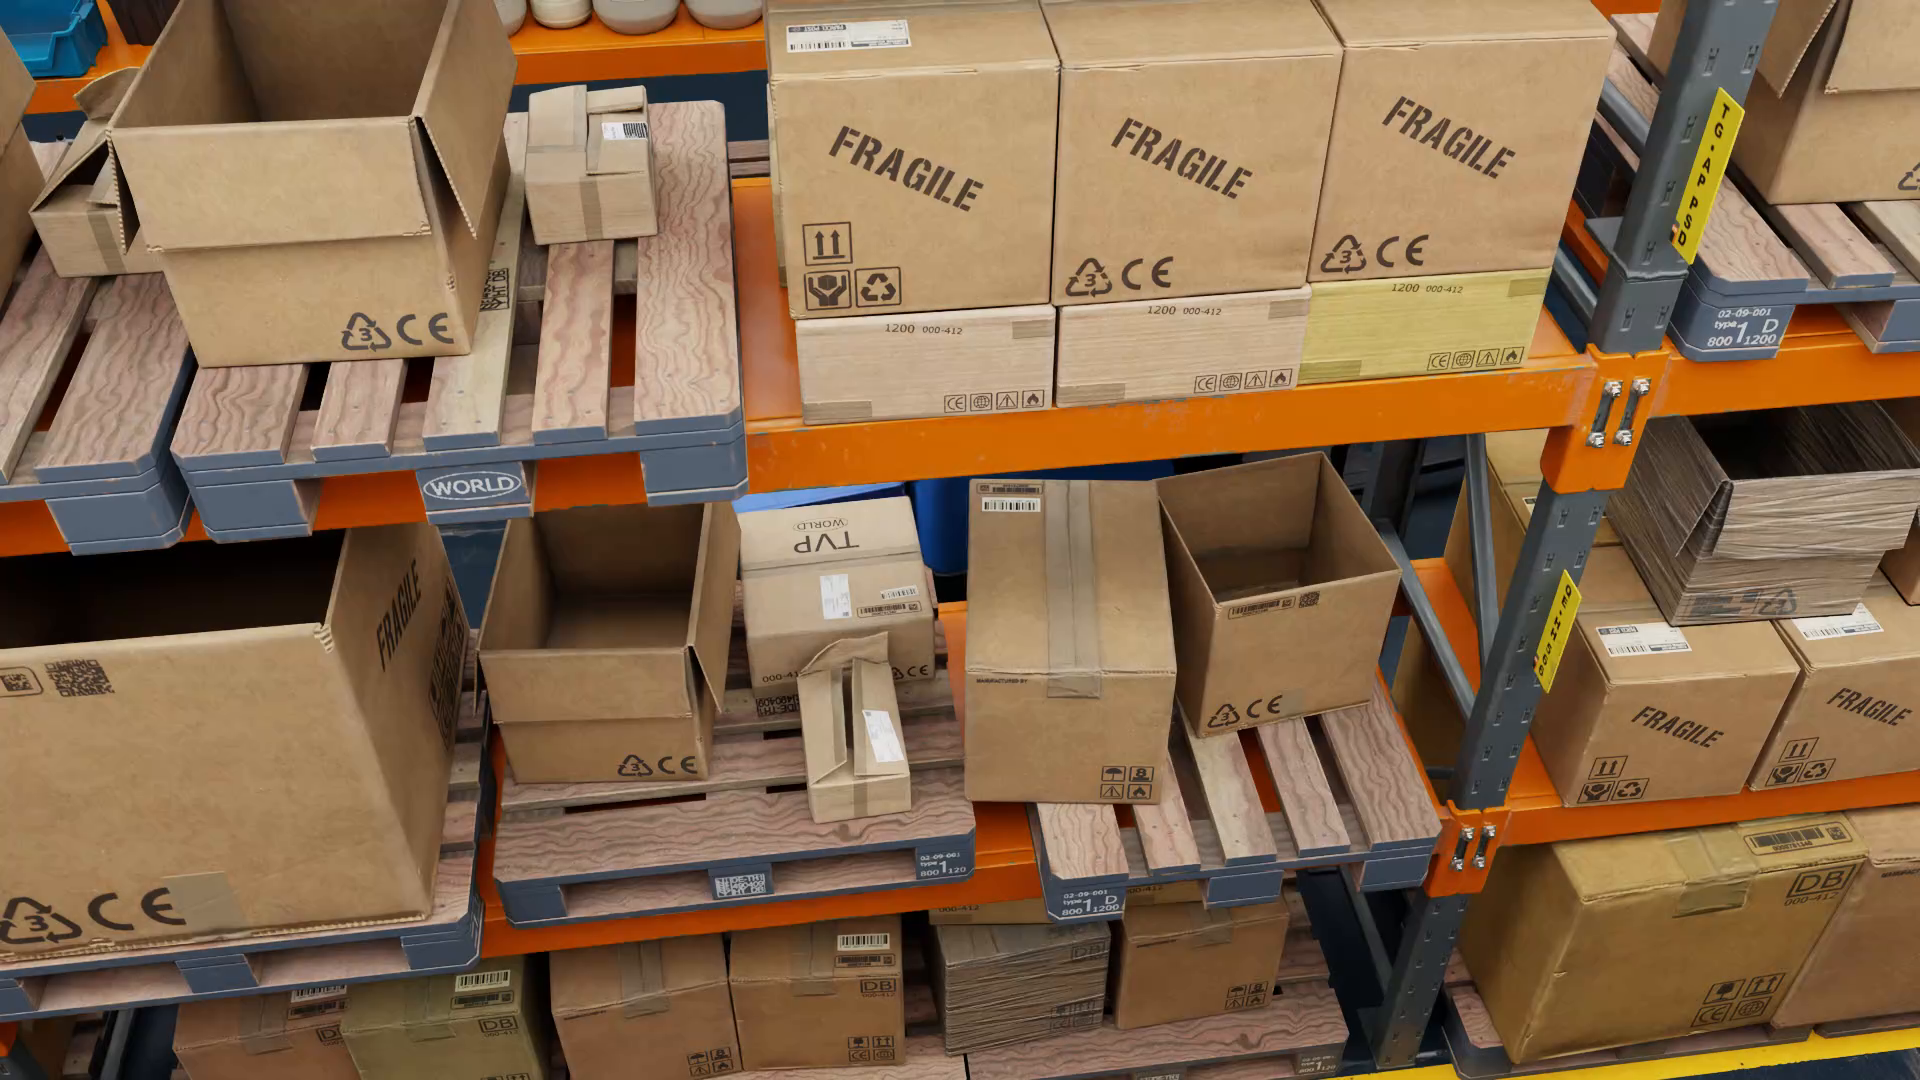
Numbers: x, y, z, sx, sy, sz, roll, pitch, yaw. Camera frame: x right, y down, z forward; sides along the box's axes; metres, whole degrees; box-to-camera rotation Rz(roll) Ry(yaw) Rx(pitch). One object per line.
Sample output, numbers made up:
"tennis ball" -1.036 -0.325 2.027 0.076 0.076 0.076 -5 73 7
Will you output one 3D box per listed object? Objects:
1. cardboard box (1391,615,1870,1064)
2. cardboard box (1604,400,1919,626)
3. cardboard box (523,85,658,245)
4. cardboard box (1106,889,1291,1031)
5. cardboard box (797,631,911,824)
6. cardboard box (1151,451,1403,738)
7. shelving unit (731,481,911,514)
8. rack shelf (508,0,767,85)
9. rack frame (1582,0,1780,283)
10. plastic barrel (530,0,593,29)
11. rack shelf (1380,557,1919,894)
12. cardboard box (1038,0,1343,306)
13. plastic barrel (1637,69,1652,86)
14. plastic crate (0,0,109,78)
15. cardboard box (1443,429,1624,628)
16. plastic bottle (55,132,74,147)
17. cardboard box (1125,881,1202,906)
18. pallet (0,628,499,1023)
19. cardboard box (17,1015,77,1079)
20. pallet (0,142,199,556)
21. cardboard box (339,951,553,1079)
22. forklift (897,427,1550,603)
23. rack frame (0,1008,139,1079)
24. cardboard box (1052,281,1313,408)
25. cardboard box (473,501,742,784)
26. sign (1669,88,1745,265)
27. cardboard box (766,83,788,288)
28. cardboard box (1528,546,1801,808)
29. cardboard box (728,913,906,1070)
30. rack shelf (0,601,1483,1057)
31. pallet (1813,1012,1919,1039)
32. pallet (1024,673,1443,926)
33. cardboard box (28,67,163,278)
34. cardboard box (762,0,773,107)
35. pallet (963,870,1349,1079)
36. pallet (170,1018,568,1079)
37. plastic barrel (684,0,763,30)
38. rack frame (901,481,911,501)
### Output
"cardboard box" 2.026 0.847 5.344 0.875 0.875 1.225 -7 42 -8
"cardboard box" 2.066 -0.202 4.411 0.637 0.503 0.797 -4 42 -4
"cardboard box" -0.781 -0.805 3.524 0.250 0.166 0.380 -6 42 -7
"cardboard box" 0.677 1.096 5.333 0.500 0.500 0.700 -7 43 -8
"cardboard box" -0.279 0.478 4.267 0.258 0.266 0.396 -6 42 -7
"cardboard box" 0.809 0.140 4.467 0.500 0.500 0.500 -10 43 -11
"shelving unit" -0.767 -0.356 6.525 1.048 1.500 0.538 -11 43 -12
"rack shelf" -1.286 -2.589 8.417 4.000 0.370 1.077 -5 42 -6
"rack frame" 1.339 -1.968 2.713 0.127 3.000 1.000 -5 42 -6
"plastic barrel" -1.937 -2.644 8.045 0.301 0.262 0.301 0 42 0
"rack shelf" 3.322 0.354 5.156 4.000 0.370 1.077 -5 42 -6
"cardboard box" 0.392 -0.817 3.229 0.500 0.500 0.500 -5 42 -6
"plastic barrel" 4.122 -2.718 9.276 0.708 0.901 0.600 -5 42 -6
"plastic crate" -4.331 -2.350 7.727 0.616 0.251 0.499 -5 42 -6
"cardboard box" 1.796 0.016 4.919 0.500 0.500 0.500 -4 42 -4
"plastic bottle" -4.732 -2.014 8.892 0.185 0.351 0.144 -5 42 -6
"cardboard box" 0.679 0.825 5.074 0.500 0.250 0.500 -3 42 -4
"pallet" -1.850 0.709 4.368 1.213 0.211 1.003 -5 42 -6
"cardboard box" -3.029 1.388 5.025 0.500 0.500 0.500 -6 42 -7
"pallet" -2.001 -0.420 3.376 1.003 0.211 1.213 -5 42 -6
"cardboard box" -1.540 1.304 5.102 0.500 0.500 0.700 -5 42 -6
"forklift" 1.169 -1.320 6.525 3.031 2.935 1.130 -11 43 -12
"rack frame" -2.627 0.607 4.337 0.127 3.000 1.000 -5 42 -6
"cardboard box" 0.409 -0.542 3.484 0.500 0.250 0.500 -5 42 -6
"cardboard box" -0.920 0.201 4.397 0.637 0.503 0.797 -1 42 -1
"sign" 1.408 -0.685 3.145 0.005 0.325 0.100 -5 42 -6
"cardboard box" -0.177 -0.831 3.804 0.500 0.250 0.500 -4 42 -5
"cardboard box" 1.856 0.361 4.535 0.500 0.500 0.500 -4 42 -4
"cardboard box" -0.432 1.207 5.210 0.500 0.500 0.700 -2 42 -2
"rack shelf" -0.644 0.701 4.771 4.000 0.370 1.077 -5 42 -6
"pallet" 3.338 1.173 5.792 1.213 0.211 1.003 -5 42 -6
"pallet" 0.646 0.464 4.639 1.003 0.211 1.213 -5 42 -6
"cardboard box" -1.708 -0.761 3.401 0.258 0.266 0.396 -4 42 -4
"cardboard box" -0.161 -1.117 3.561 0.500 0.500 0.500 -6 42 -7
"pallet" 0.564 1.362 5.582 1.213 0.211 1.003 -5 42 -6
"pallet" -1.855 1.574 5.347 1.213 0.211 1.003 -5 42 -6
"plastic barrel" -1.136 -2.771 7.981 0.433 0.535 0.433 0 42 0
"rack frame" -0.280 -0.453 6.633 0.032 1.500 0.500 -11 43 -12
